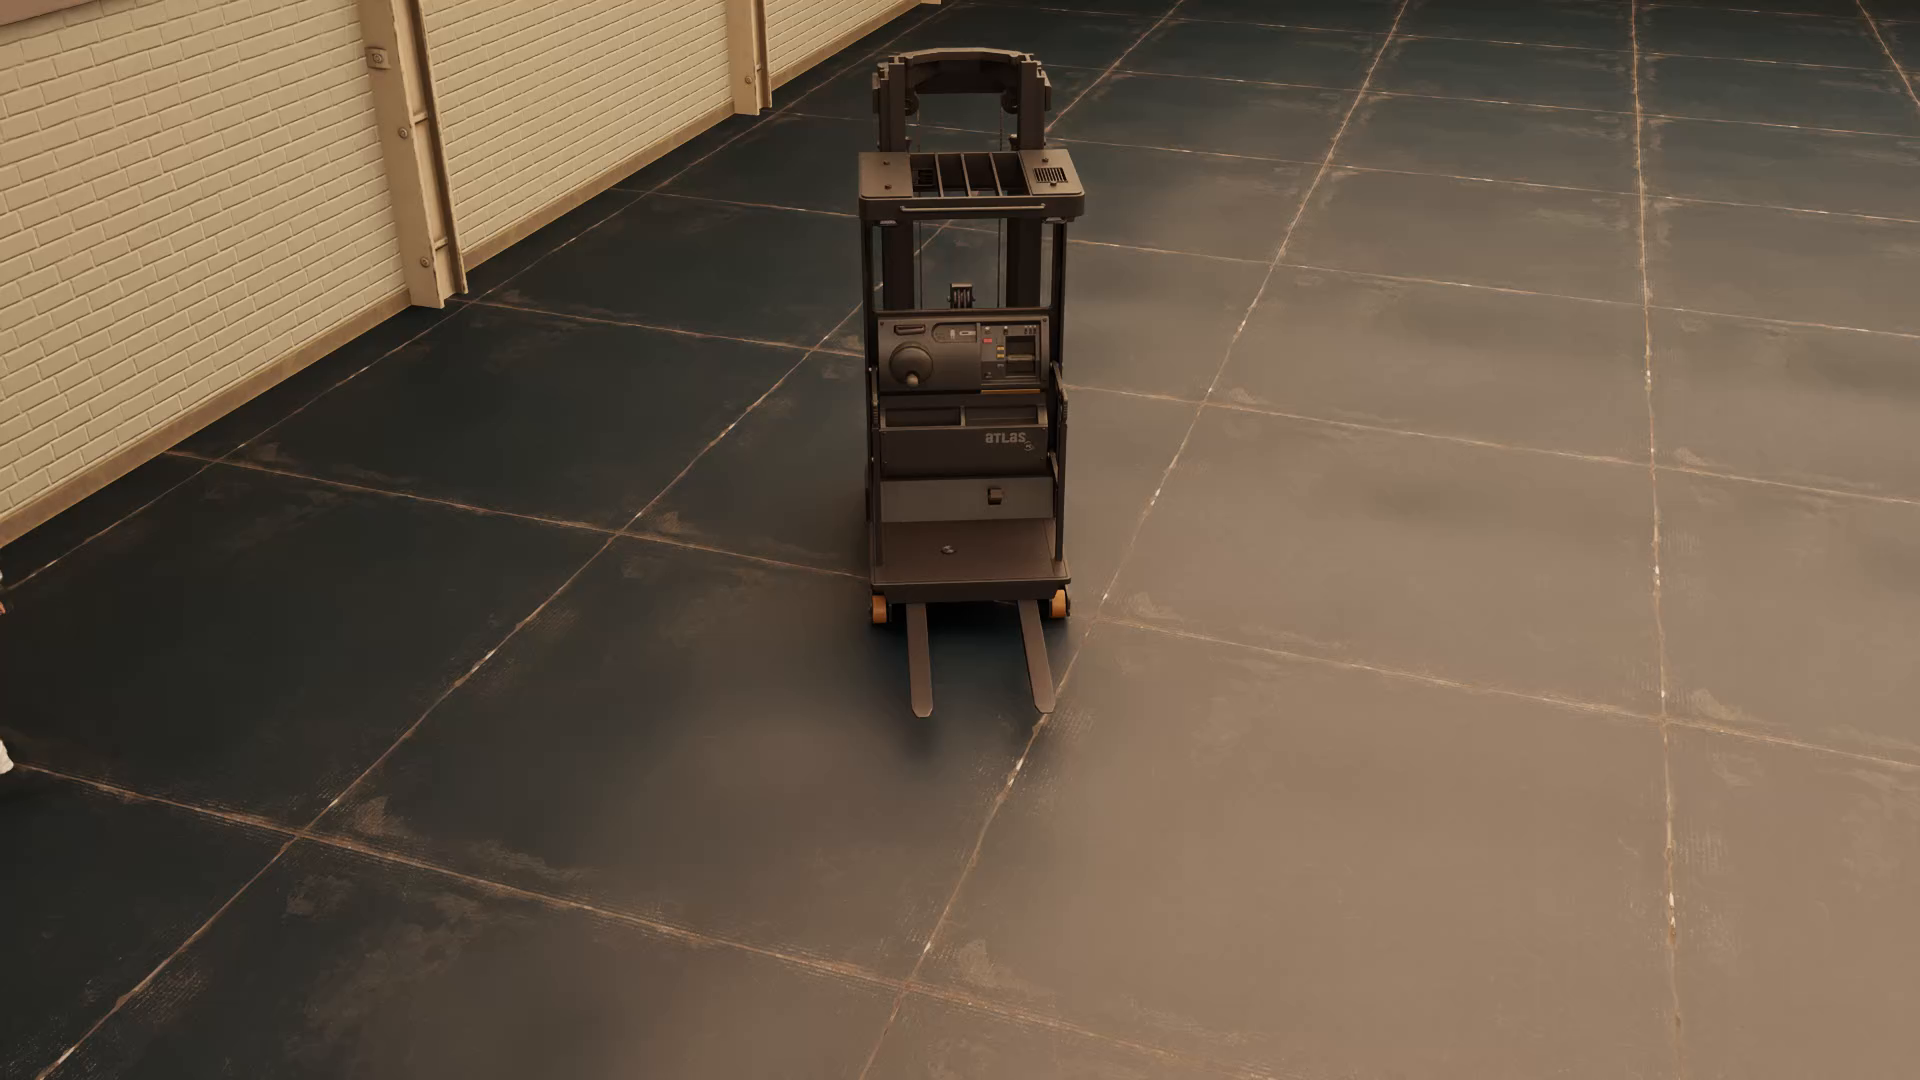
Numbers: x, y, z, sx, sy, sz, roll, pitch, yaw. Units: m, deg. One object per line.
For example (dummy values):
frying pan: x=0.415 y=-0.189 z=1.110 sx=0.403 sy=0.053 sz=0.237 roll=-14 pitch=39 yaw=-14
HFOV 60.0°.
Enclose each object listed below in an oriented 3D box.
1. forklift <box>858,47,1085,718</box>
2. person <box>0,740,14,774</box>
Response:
forklift: x=0.035 y=-0.972 z=8.842 sx=1.130 sy=2.935 sz=3.031 roll=-2 pitch=30 yaw=-3
person: x=-4.895 y=0.447 z=7.612 sx=0.558 sy=1.829 sz=0.700 roll=-3 pitch=30 yaw=-5
